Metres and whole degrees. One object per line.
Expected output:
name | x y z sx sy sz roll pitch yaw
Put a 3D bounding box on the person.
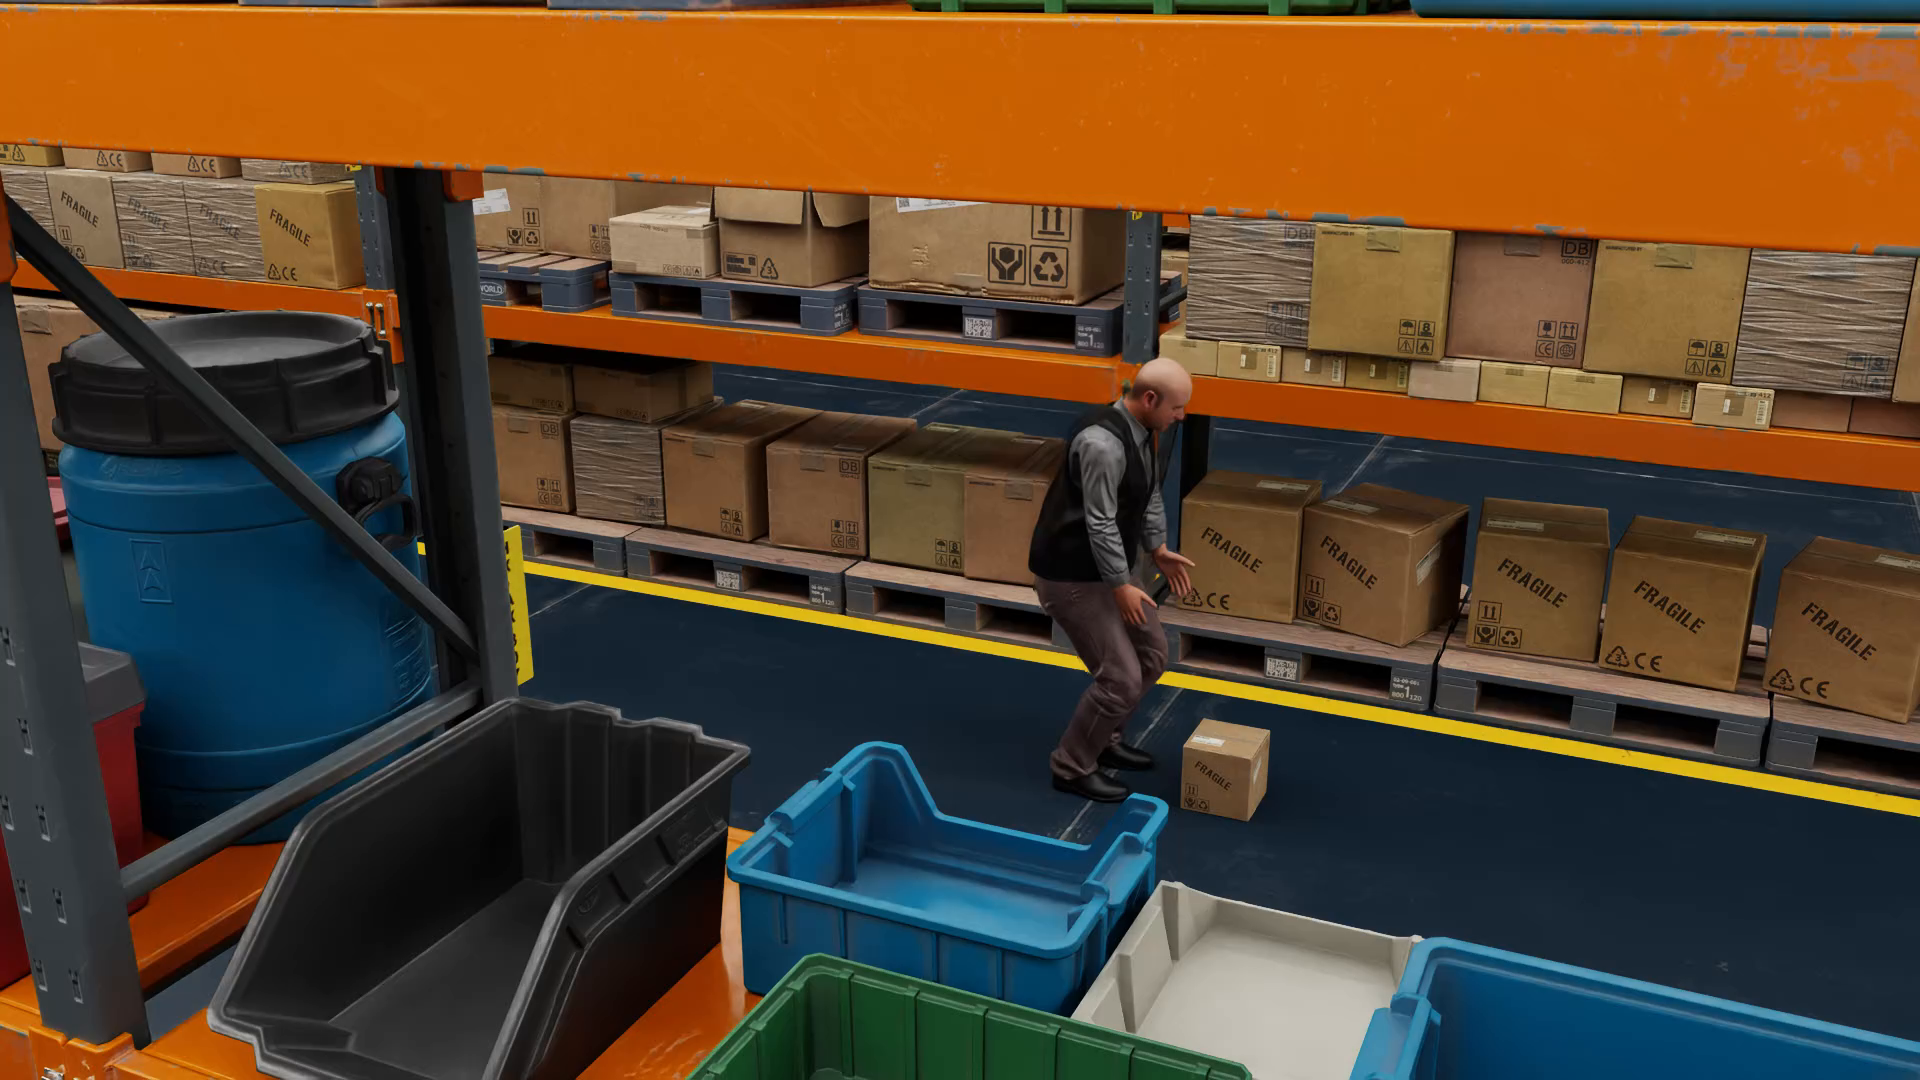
person | 0.539 0.118 5.961 0.532 1.599 0.578 9 21 24
